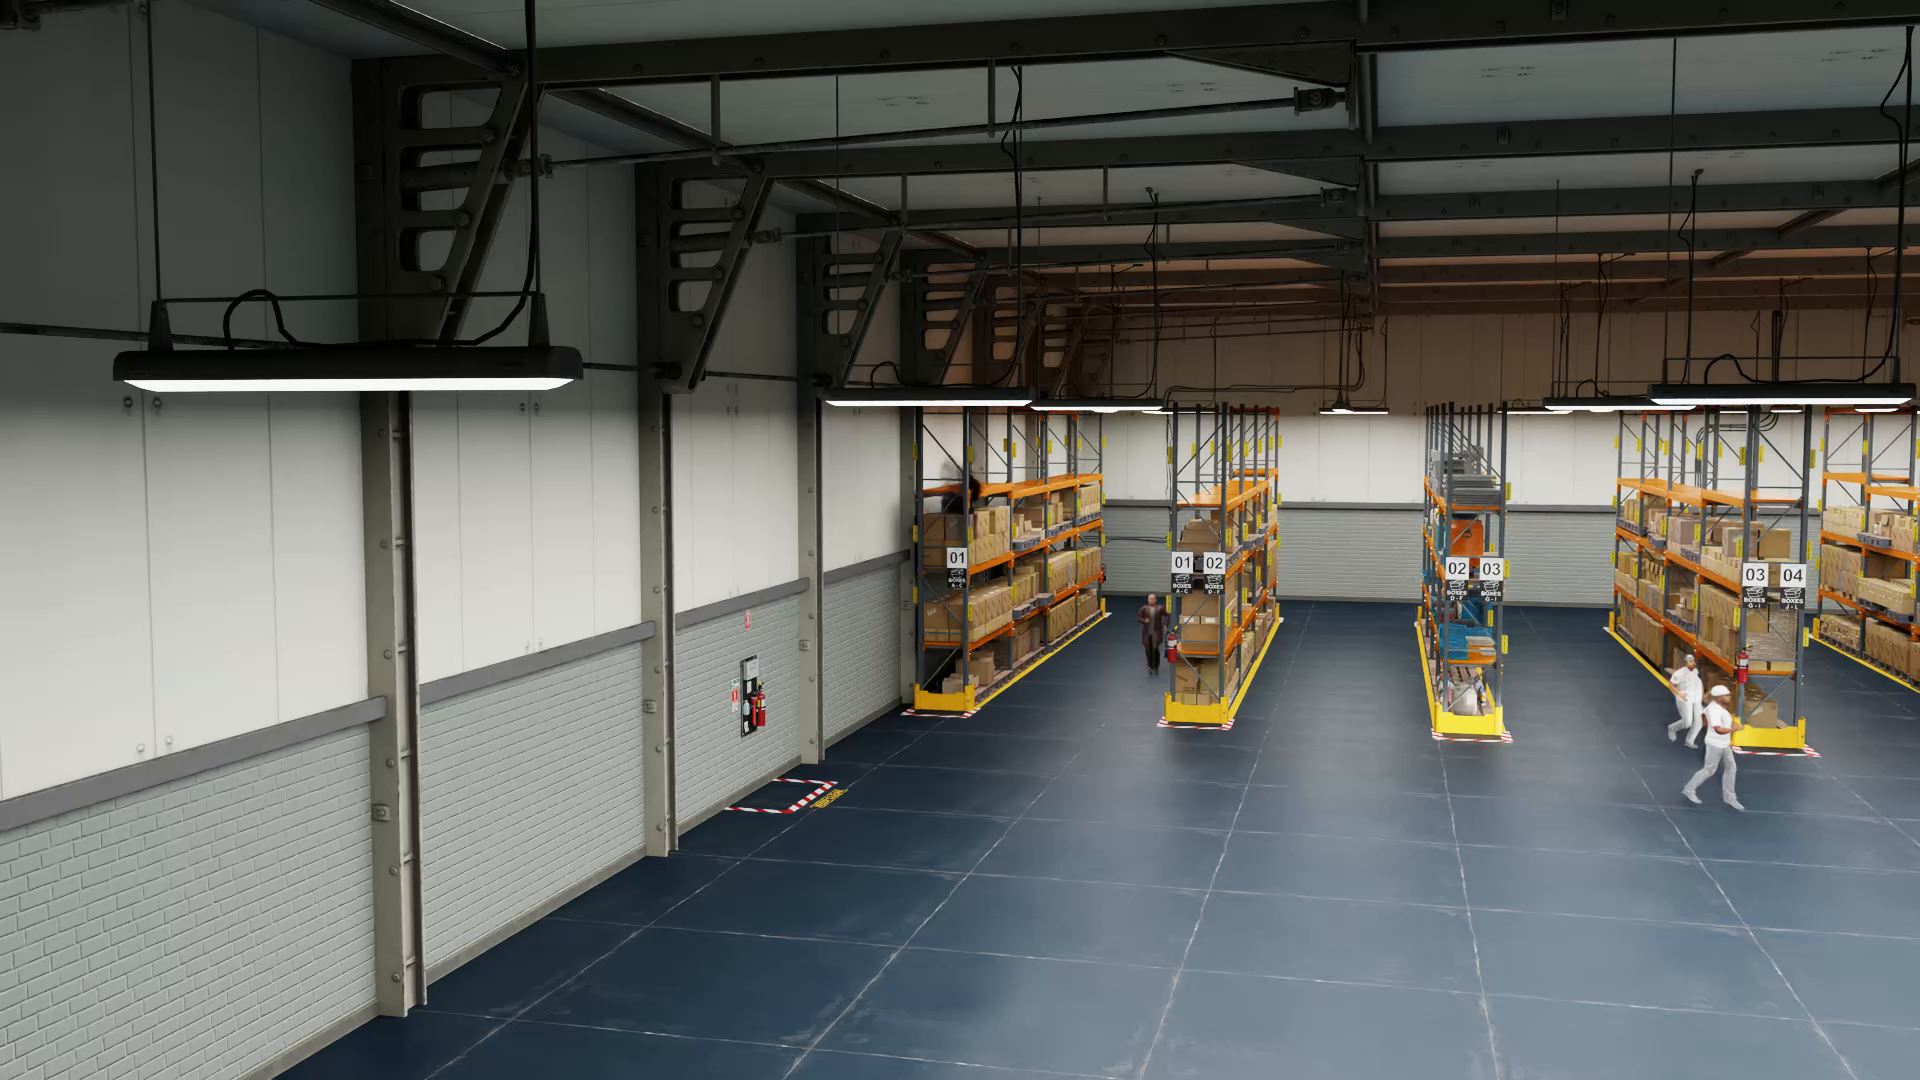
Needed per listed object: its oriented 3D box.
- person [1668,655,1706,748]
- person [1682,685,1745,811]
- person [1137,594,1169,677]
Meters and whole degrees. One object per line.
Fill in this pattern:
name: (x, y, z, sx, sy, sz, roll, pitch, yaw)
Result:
person: (12.643, 2.787, 28.865, 0.639, 1.610, 0.550, -1, 4, -16)
person: (11.055, 3.029, 24.346, 0.833, 1.823, 0.703, 3, 5, 36)
person: (4.273, 2.114, 36.953, 0.672, 1.834, 0.811, 1, 4, 16)
